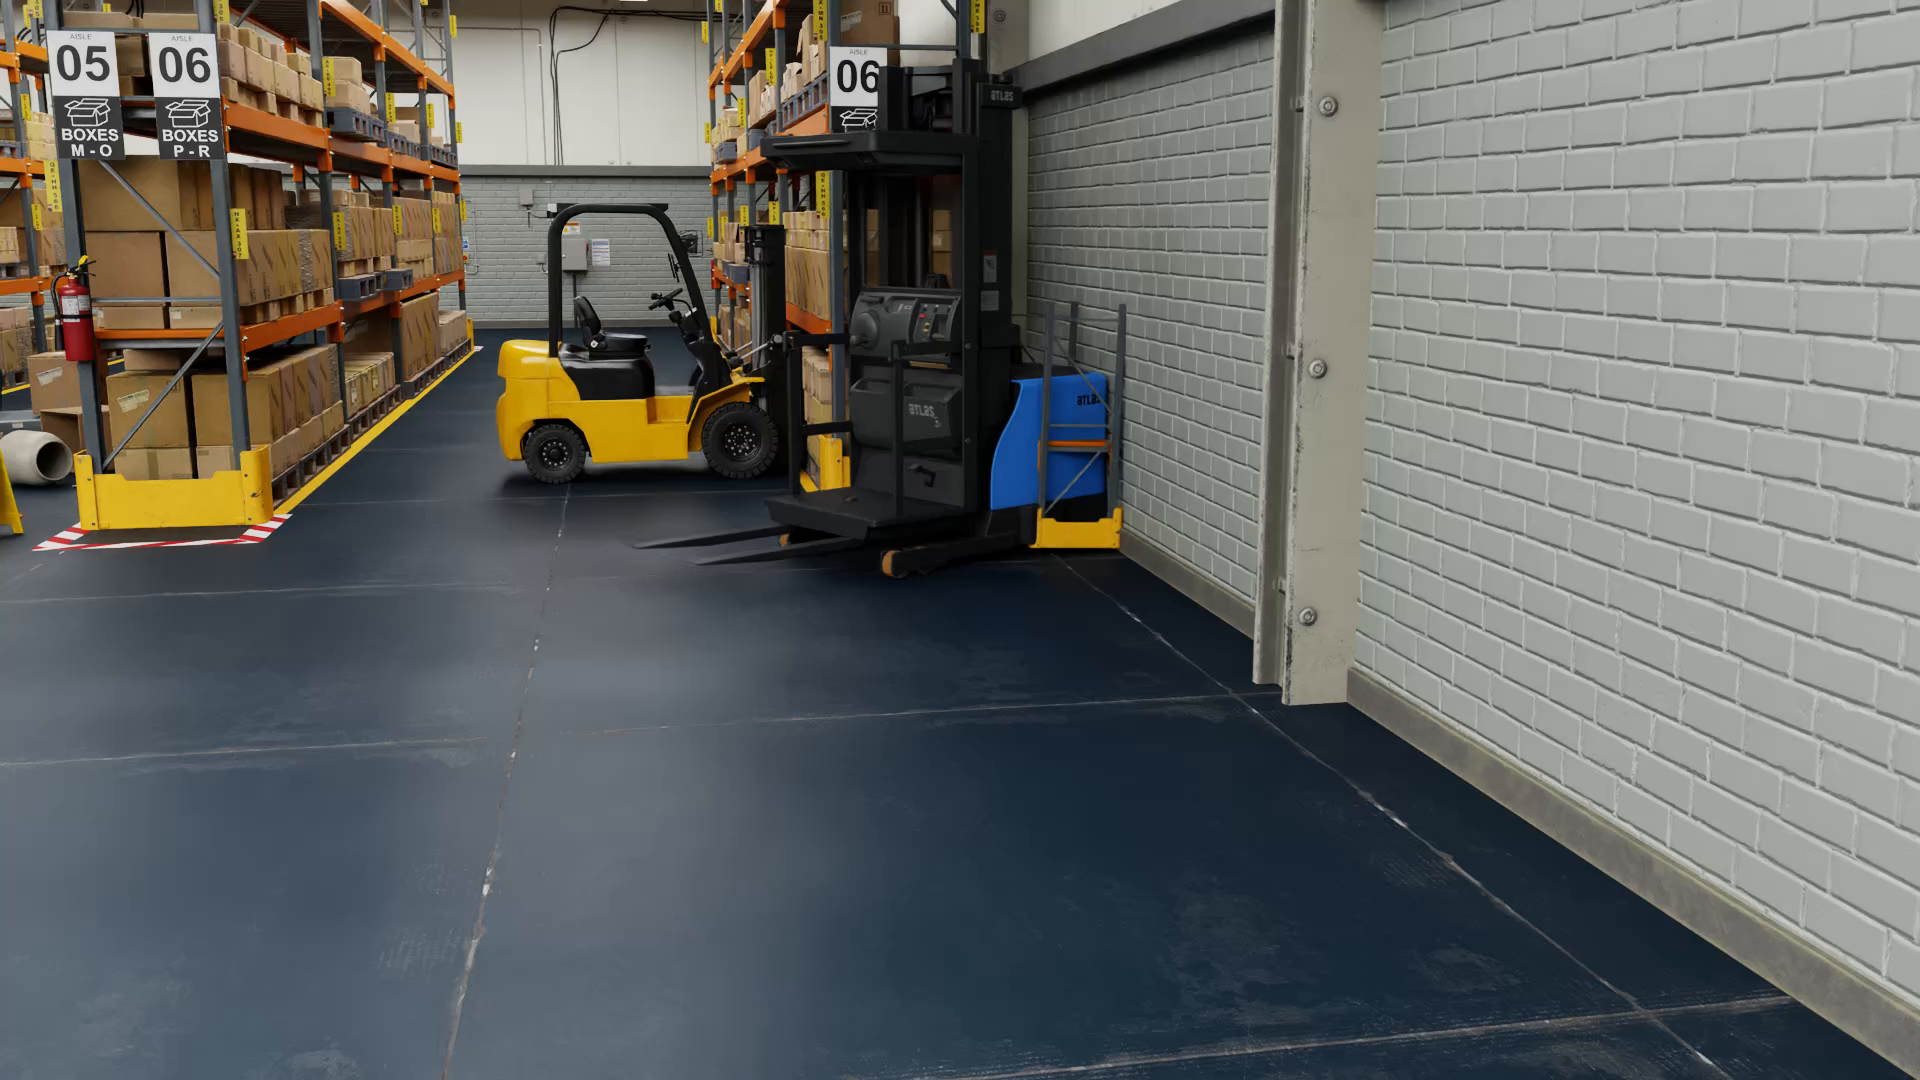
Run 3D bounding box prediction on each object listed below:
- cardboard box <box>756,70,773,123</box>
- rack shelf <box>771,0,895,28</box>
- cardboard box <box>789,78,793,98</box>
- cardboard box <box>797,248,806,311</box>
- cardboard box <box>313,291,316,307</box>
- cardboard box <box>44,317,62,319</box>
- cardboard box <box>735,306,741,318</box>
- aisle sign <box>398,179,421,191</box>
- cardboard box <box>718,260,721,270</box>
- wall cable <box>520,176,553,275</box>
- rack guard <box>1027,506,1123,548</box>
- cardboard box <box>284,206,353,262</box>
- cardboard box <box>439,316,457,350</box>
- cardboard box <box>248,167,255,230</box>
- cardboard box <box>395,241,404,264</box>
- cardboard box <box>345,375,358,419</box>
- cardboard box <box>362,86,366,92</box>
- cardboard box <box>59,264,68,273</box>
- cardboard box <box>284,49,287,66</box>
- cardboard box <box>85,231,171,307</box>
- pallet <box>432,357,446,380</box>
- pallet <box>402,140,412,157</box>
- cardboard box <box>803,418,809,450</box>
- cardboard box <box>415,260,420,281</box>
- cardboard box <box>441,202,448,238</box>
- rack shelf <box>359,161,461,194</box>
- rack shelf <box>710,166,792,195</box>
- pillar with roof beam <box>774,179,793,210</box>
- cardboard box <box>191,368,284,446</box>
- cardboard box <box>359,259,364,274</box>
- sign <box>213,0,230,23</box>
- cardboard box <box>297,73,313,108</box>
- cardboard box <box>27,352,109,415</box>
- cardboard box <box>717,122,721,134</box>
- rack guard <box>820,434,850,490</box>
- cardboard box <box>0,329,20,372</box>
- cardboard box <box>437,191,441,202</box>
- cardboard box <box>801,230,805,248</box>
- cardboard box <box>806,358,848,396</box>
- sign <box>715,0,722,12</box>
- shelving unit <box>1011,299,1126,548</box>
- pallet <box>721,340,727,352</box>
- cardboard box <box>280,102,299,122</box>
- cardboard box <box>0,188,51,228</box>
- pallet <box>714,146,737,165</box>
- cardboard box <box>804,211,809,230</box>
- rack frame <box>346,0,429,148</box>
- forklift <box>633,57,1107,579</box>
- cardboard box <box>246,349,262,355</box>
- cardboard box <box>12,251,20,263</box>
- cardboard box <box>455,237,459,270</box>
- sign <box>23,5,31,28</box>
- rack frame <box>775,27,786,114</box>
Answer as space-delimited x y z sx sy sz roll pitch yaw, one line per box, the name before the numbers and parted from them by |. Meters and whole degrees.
cardboard box | -1.881 -4.674 17.549 0.500 0.500 0.500 -2 11 -10
rack shelf | -0.814 -4.521 13.375 1.077 0.370 4.000 -2 11 -11
cardboard box | -1.264 -3.862 14.222 0.380 0.149 0.250 -2 11 -9
cardboard box | -1.079 -2.168 13.796 0.500 0.500 0.500 -2 11 -11
cardboard box | -5.680 -2.042 14.073 0.380 0.149 0.250 -2 11 -11
cardboard box | -13.248 -3.162 24.195 0.380 0.149 0.250 -3 11 -14
cardboard box | -2.950 -3.179 23.205 0.380 0.149 0.250 -2 11 -8
aisle sign | -8.704 -5.790 26.141 0.394 0.787 0.004 -2 11 -11
cardboard box | -3.540 -4.259 25.725 0.380 0.149 0.250 -2 11 -13
wall cable | -8.136 -6.096 31.986 0.588 1.984 0.122 -2 11 -11
rack guard | 0.710 -0.081 10.272 0.587 0.250 0.087 0 9 -13
cardboard box | -5.881 -2.807 15.237 0.500 0.500 0.500 -2 11 -10
cardboard box | -7.819 -3.007 24.204 0.875 0.438 0.875 -2 11 -13
cardboard box | -6.049 -2.719 13.225 0.700 0.500 0.500 -2 11 -12
cardboard box | -6.705 -3.317 19.164 0.500 0.250 0.500 -2 11 -11
cardboard box | -6.176 -1.321 15.518 0.950 0.372 0.625 -2 11 -10
cardboard box | -7.070 -4.837 18.666 0.797 0.503 0.637 -3 11 -15
cardboard box | -12.456 -3.709 22.831 0.380 0.149 0.250 -2 11 -10
cardboard box | -5.477 -3.765 12.974 0.380 0.149 0.250 -2 11 -10
cardboard box | -5.669 -1.860 11.385 0.500 0.500 0.500 -2 11 -12
pallet | -7.403 -2.268 22.047 1.003 0.211 1.213 -2 11 -11
pallet | -7.247 -4.745 20.085 1.003 0.211 1.213 -2 11 -8
cardboard box | -1.002 -0.871 13.479 0.500 0.250 0.500 -2 11 -10
cardboard box | -7.010 -3.348 20.667 0.500 0.250 0.500 -2 11 -11
cardboard box | -7.663 -4.600 23.901 0.500 0.500 0.500 -2 11 -10
rack shelf | -8.016 -5.263 24.229 1.077 0.370 4.000 -2 11 -11
rack shelf | -3.148 -5.445 25.181 1.077 0.370 4.000 -2 11 -11
pillar with roof beam | -7.400 -8.009 28.709 9.100 9.000 0.400 -2 11 -11
cardboard box | -5.184 -0.962 11.953 0.500 0.500 0.500 -3 11 -13
cardboard box | -6.094 -2.694 16.379 0.380 0.149 0.250 -2 11 -11
sign | -4.761 -3.498 10.694 0.100 0.325 0.005 -2 11 -11
cardboard box | -5.622 -3.691 13.652 0.500 0.250 0.500 -2 11 -12
cardboard box | -7.811 -1.383 14.600 0.500 0.500 0.500 -2 11 -11
cardboard box | -3.131 -5.639 22.762 0.380 0.149 0.250 -2 11 -9
rack guard | -0.420 -0.524 12.115 1.175 0.500 0.348 -2 11 -11
cardboard box | -11.972 -2.336 20.507 0.500 0.500 0.500 -2 11 -12
cardboard box | -7.602 -4.892 23.700 0.380 0.149 0.250 -2 11 -13
cardboard box | -1.118 -2.506 13.837 0.380 0.149 0.250 -2 11 -12
cardboard box | -0.926 -1.270 12.903 0.500 0.250 0.500 -2 11 -10
sign | -3.295 -7.386 22.726 0.100 0.325 0.005 -2 11 -11
shelving unit | 0.624 -0.775 10.659 0.587 1.500 1.083 0 9 -13
pallet | -3.132 -2.938 25.568 1.003 0.211 1.213 -2 11 -11
cardboard box | -5.524 -3.423 13.309 0.380 0.149 0.250 -2 11 -9
cardboard box | -12.312 -4.356 21.823 0.500 0.500 0.500 -2 11 -10
pallet | -2.701 -5.217 22.563 1.213 0.211 1.003 -2 11 -11
cardboard box | -1.048 -2.559 13.322 0.380 0.149 0.250 -2 11 -10
rack frame | -7.627 -6.724 21.954 1.000 3.000 0.127 -2 11 -11
forklift | -0.488 -1.327 9.831 3.031 2.935 1.130 -10 14 -41
cardboard box | -6.106 -1.317 13.820 0.500 0.500 0.500 -2 11 -9
cardboard box | -12.192 -3.595 21.112 0.380 0.149 0.250 -2 11 -12
cardboard box | -7.969 -4.388 25.460 0.500 0.500 0.500 -2 11 -12
sign | -13.773 -7.737 24.567 0.100 0.325 0.005 -2 11 -11
rack frame | -1.203 -5.437 15.197 1.000 3.000 0.127 -2 11 -11
